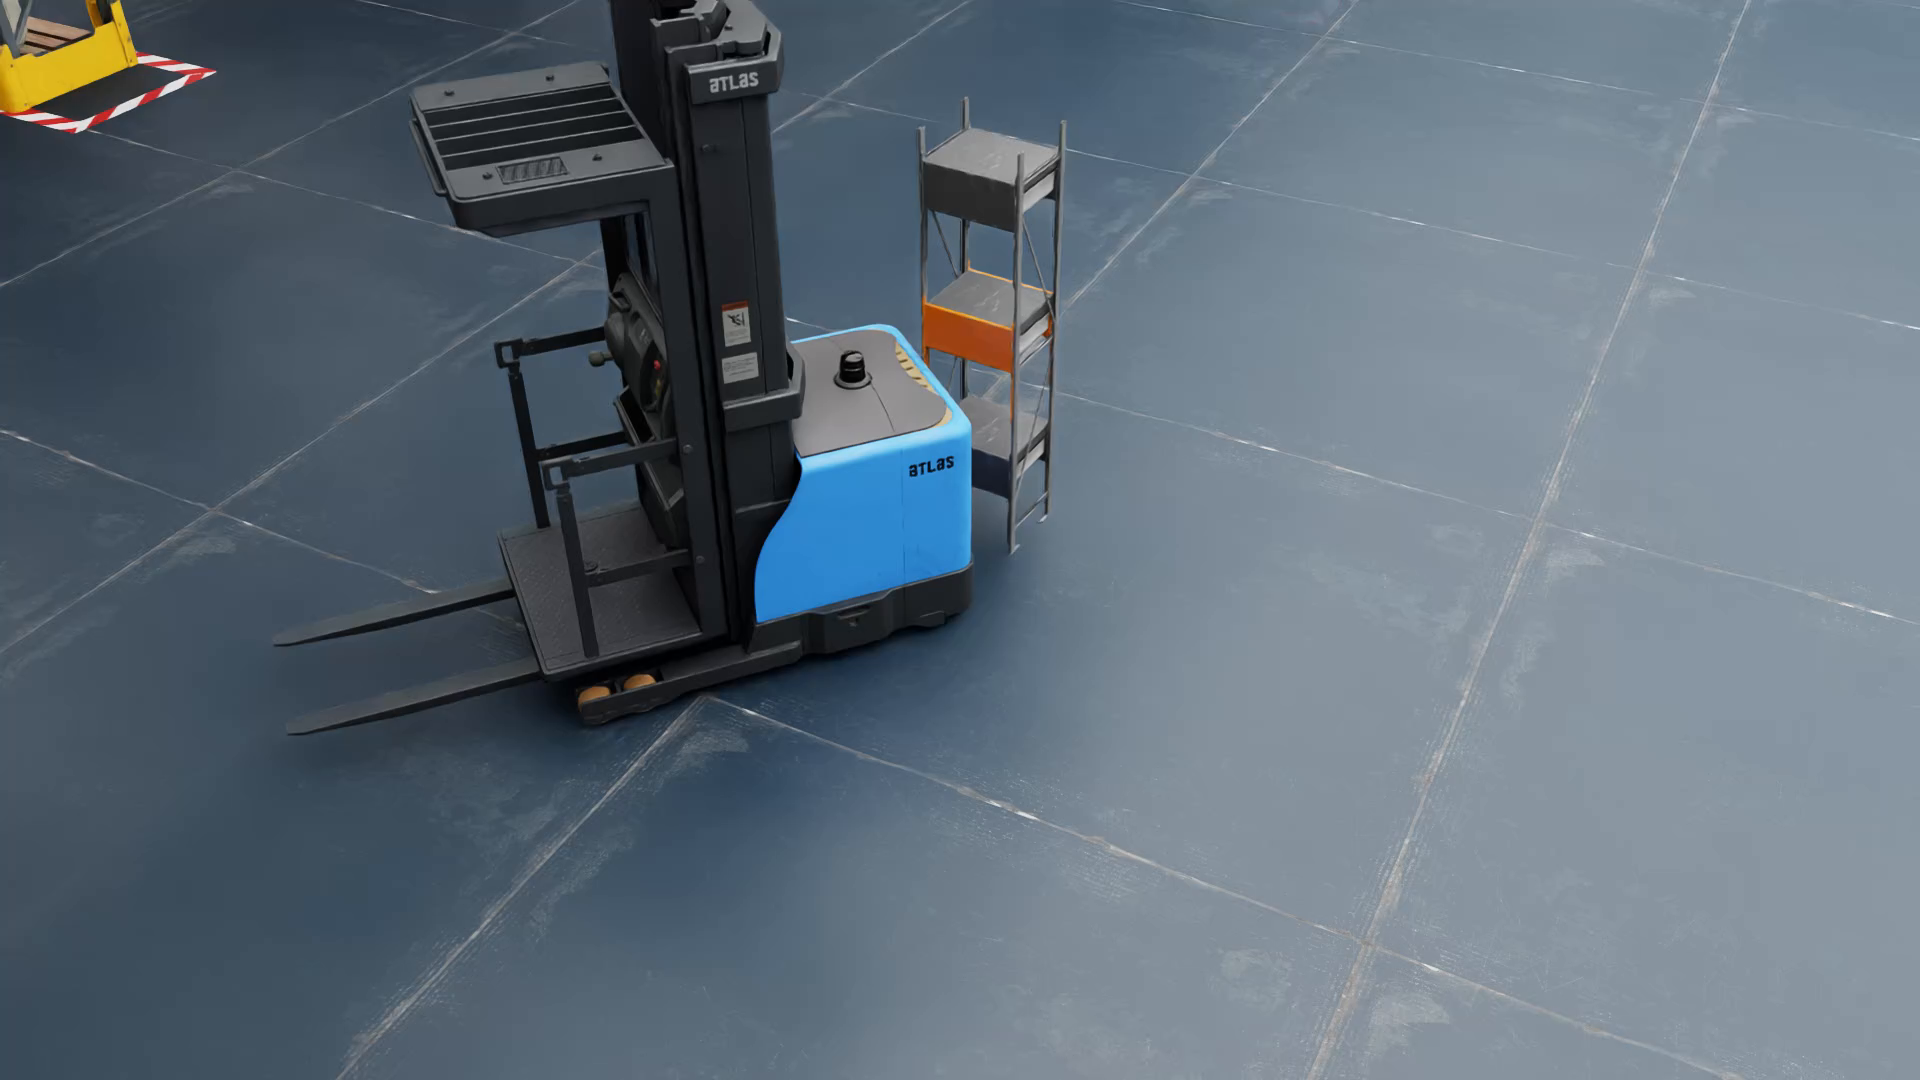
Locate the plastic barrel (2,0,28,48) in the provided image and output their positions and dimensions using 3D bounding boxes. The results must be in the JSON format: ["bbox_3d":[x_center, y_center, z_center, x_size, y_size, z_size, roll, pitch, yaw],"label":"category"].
[{"bbox_3d":[-7.480,-4.065,12.835,0.421,0.512,0.421,0,37,0],"label":"plastic barrel"}]

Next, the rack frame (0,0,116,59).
[{"bbox_3d":[-6.860,-4.747,12.023,0.127,3.000,1.000,17,41,21],"label":"rack frame"}]

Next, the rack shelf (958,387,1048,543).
[{"bbox_3d":[0.139,-0.373,8.185,0.480,0.518,0.431,20,42,24],"label":"rack shelf"}]

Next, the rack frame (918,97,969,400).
[{"bbox_3d":[-0.070,-1.018,7.854,0.015,2.100,0.400,20,42,24],"label":"rack frame"}]

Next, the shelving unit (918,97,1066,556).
[{"bbox_3d":[0.139,-0.941,7.753,0.503,2.100,0.431,20,42,24],"label":"shelving unit"}]

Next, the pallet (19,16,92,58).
[{"bbox_3d":[-7.668,-3.861,13.162,1.213,0.211,1.003,17,41,21],"label":"pallet"}]

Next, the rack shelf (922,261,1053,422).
[{"bbox_3d":[0.139,-0.930,7.761,0.480,0.518,0.431,20,42,24],"label":"rack shelf"}]

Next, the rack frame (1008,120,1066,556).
[{"bbox_3d":[0.347,-0.865,7.652,0.015,2.100,0.400,20,42,24],"label":"rack frame"}]

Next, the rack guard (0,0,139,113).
[{"bbox_3d":[-6.950,-3.747,12.773,0.348,0.500,1.175,17,41,21],"label":"rack guard"}]

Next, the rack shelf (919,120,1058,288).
[{"bbox_3d":[0.139,-1.488,7.338,0.480,0.518,0.431,20,42,24],"label":"rack shelf"}]

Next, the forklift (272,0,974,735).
[{"bbox_3d":[-1.502,-0.734,6.793,3.031,2.935,1.130,-14,40,-18],"label":"forklift"}]
